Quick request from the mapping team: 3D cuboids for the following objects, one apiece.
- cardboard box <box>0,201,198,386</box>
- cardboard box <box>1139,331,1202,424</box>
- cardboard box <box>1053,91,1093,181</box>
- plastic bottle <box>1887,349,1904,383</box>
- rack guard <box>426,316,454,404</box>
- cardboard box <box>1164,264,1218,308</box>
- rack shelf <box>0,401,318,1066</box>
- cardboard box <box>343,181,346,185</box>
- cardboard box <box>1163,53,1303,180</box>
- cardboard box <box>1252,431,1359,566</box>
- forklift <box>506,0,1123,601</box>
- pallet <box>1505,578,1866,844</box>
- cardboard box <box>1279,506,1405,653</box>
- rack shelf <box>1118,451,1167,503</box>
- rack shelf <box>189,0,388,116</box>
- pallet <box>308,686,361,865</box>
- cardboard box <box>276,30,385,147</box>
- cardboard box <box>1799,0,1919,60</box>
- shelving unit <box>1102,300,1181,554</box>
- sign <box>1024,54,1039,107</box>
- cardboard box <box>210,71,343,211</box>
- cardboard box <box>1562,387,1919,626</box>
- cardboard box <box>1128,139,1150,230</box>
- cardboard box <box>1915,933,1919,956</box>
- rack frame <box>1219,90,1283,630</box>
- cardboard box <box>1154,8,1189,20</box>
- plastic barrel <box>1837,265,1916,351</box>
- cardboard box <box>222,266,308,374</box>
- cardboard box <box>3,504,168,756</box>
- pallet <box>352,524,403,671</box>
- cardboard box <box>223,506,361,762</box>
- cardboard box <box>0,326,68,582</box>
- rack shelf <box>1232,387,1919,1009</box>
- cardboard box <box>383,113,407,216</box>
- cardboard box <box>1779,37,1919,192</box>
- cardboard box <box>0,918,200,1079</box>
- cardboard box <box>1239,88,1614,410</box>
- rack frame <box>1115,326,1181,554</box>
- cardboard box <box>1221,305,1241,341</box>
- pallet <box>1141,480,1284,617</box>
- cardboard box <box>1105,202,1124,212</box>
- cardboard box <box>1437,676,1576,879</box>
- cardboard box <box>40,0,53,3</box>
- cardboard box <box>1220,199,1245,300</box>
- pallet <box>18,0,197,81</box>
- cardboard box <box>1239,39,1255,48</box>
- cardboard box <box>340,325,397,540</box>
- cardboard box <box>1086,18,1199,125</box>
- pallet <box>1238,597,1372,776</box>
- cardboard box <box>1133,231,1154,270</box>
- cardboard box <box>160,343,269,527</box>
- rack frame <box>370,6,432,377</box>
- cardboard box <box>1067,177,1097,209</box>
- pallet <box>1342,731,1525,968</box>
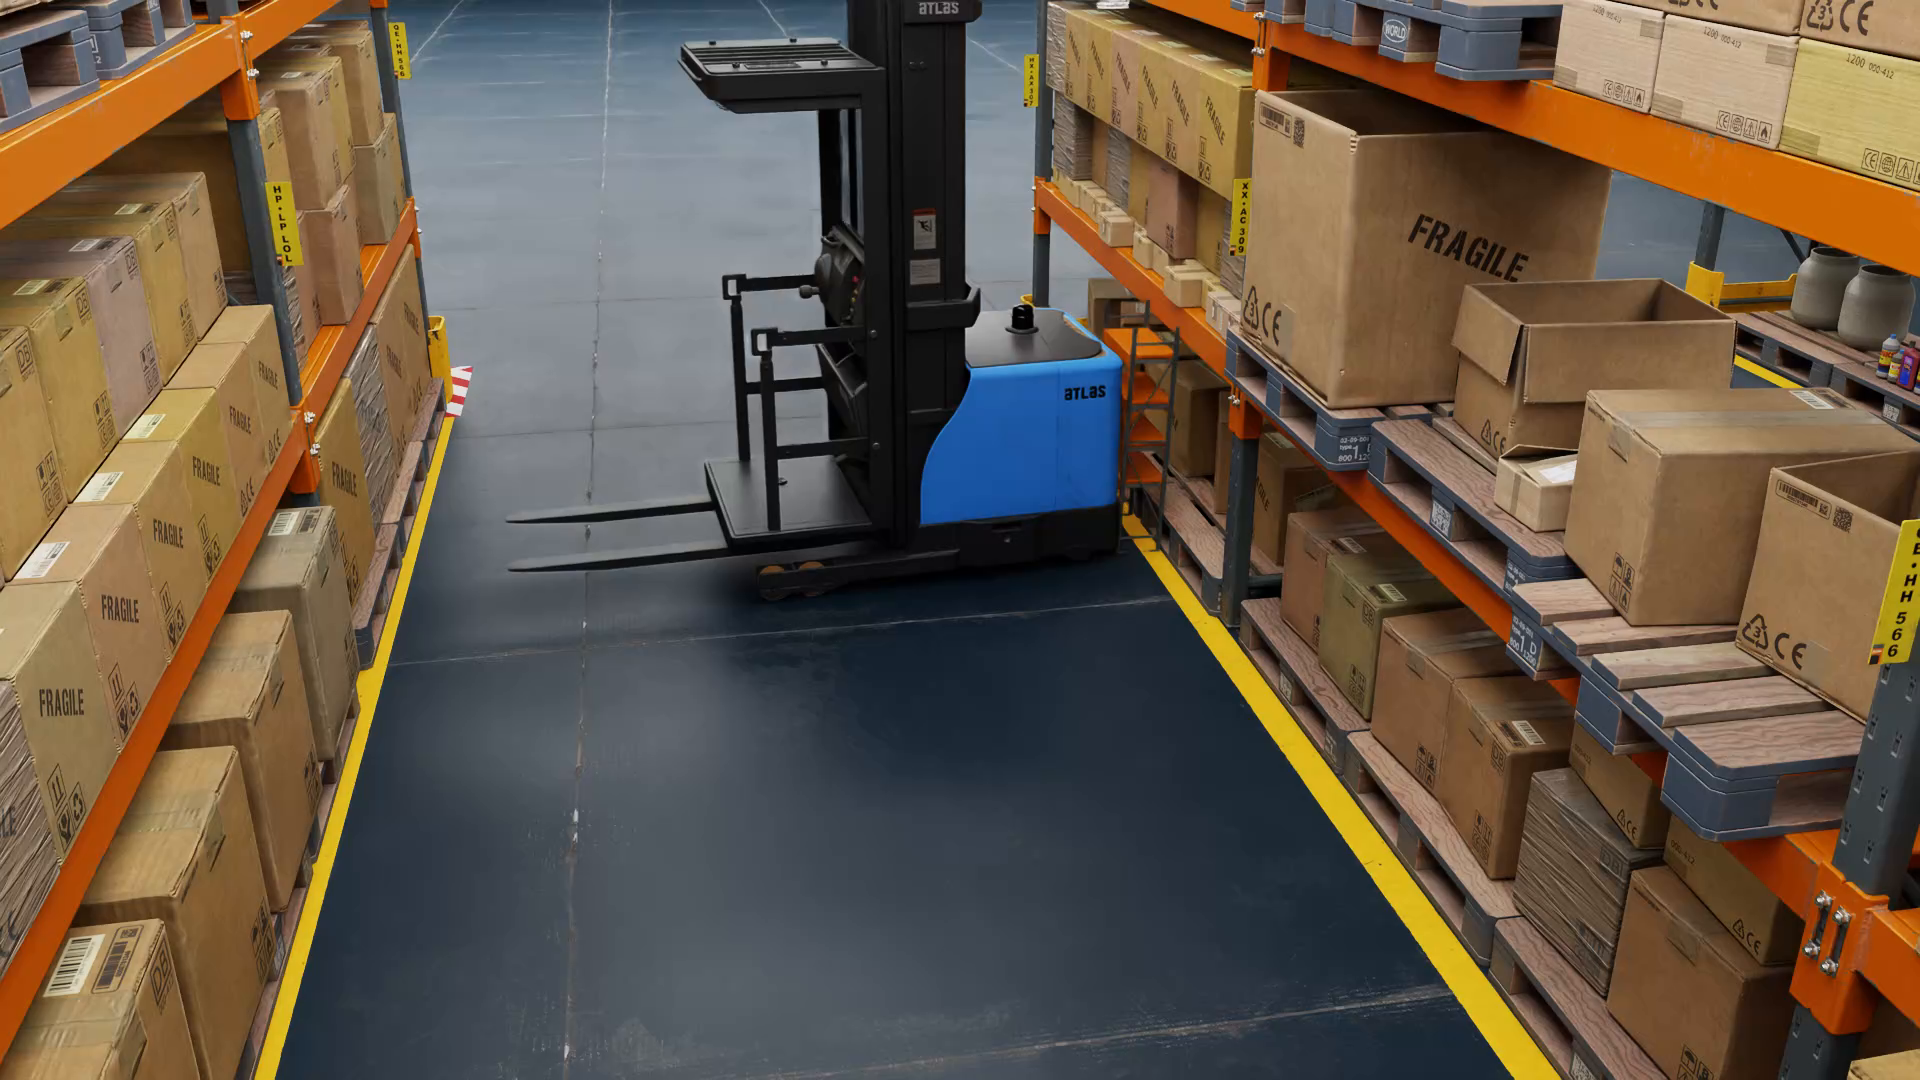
[{"bbox_3d":[-2.966,-0.795,5.448,0.700,0.500,0.500,-5,24,-11],"label":"cardboard box"},{"bbox_3d":[1.333,-0.908,9.681,0.500,0.500,0.500,-2,24,-5],"label":"cardboard box"},{"bbox_3d":[1.068,-2.552,10.350,0.875,0.500,0.500,-4,24,-10],"label":"cardboard box"},{"bbox_3d":[5.909,-1.097,10.462,0.097,0.201,0.097,0,24,0],"label":"plastic bottle"},{"bbox_3d":[-3.905,-1.125,10.702,1.175,0.500,0.348,-4,24,-10],"label":"rack guard"},{"bbox_3d":[1.224,-1.255,8.189,0.380,0.149,0.250,-4,24,-10],"label":"cardboard box"},{"bbox_3d":[-2.791,0.428,4.920,1.077,0.370,4.000,-4,24,-10],"label":"rack shelf"},{"bbox_3d":[-3.545,-1.538,8.336,0.875,0.550,0.500,-4,24,-10],"label":"cardboard box"},{"bbox_3d":[1.285,-2.009,7.856,0.500,0.500,0.500,-4,24,-10],"label":"cardboard box"},{"bbox_3d":[1.698,-0.222,8.110,0.500,0.500,0.500,-5,24,-11],"label":"cardboard box"},{"bbox_3d":[-0.762,-1.283,8.025,3.031,2.935,1.130,-6,24,-14],"label":"forklift"},{"bbox_3d":[2.236,0.374,4.387,1.213,0.211,1.003,-4,24,-10],"label":"pallet"},{"bbox_3d":[1.825,0.172,7.182,0.700,0.500,0.500,-6,24,-14],"label":"cardboard box"},{"bbox_3d":[0.881,-0.342,8.685,0.258,0.148,0.480,-3,24,-11],"label":"rack shelf"},{"bbox_3d":[-3.530,-2.520,7.922,1.077,0.370,4.000,-4,24,-10],"label":"rack shelf"},{"bbox_3d":[-2.944,0.888,6.453,1.003,0.211,1.213,-4,24,-10],"label":"pallet"},{"bbox_3d":[-3.677,-2.467,9.113,0.875,0.550,0.550,-4,24,-10],"label":"cardboard box"},{"bbox_3d":[2.138,-1.261,3.391,0.500,0.500,0.500,-4,24,-8],"label":"cardboard box"},{"bbox_3d":[0.891,-0.585,8.580,0.258,1.200,0.503,-3,24,-11],"label":"shelving unit"},{"bbox_3d":[0.460,-2.945,10.664,0.100,0.325,0.005,-4,24,-10],"label":"sign"},{"bbox_3d":[-3.376,-1.829,7.655,0.875,0.550,0.550,-4,24,-10],"label":"cardboard box"},{"bbox_3d":[2.132,-0.102,4.586,0.700,0.500,0.500,-1,24,-2],"label":"cardboard box"},{"bbox_3d":[1.409,-1.967,9.010,0.875,0.500,0.500,-4,24,-10],"label":"cardboard box"},{"bbox_3d":[2.295,0.724,3.221,0.500,0.500,0.500,-4,24,-8],"label":"cardboard box"},{"bbox_3d":[1.733,-1.015,7.327,1.000,3.000,0.127,-4,24,-10],"label":"rack frame"},{"bbox_3d":[1.436,-2.835,9.747,0.500,0.500,0.500,-4,24,-10],"label":"cardboard box"},{"bbox_3d":[6.150,-1.557,11.151,0.421,0.512,0.421,0,24,0],"label":"plastic barrel"},{"bbox_3d":[-3.240,-0.901,6.878,0.875,0.550,0.550,-4,24,-10],"label":"cardboard box"},{"bbox_3d":[-2.428,0.245,4.317,0.500,0.500,0.500,-4,24,-10],"label":"cardboard box"},{"bbox_3d":[-3.224,0.285,7.834,1.003,0.211,1.213,-4,24,-10],"label":"pallet"},{"bbox_3d":[-2.957,0.388,6.400,1.050,0.750,0.750,-4,24,-10],"label":"cardboard box"},{"bbox_3d":[-2.686,-0.196,4.078,0.700,0.500,0.500,-5,24,-11],"label":"cardboard box"},{"bbox_3d":[2.103,0.101,5.670,1.077,0.370,4.000,-4,24,-10],"label":"rack shelf"},{"bbox_3d":[-3.787,-2.187,9.823,0.875,0.550,0.550,-4,24,-10],"label":"cardboard box"},{"bbox_3d":[2.143,-0.917,3.541,0.500,0.250,0.500,-4,24,-10],"label":"cardboard box"},{"bbox_3d":[-2.445,1.478,3.905,1.050,0.750,0.750,-5,24,-10],"label":"cardboard box"},{"bbox_3d":[1.742,-1.160,6.383,1.000,1.000,1.000,-4,24,-9],"label":"cardboard box"},{"bbox_3d":[0.940,-0.489,8.361,0.240,1.200,0.015,-3,24,-11],"label":"rack frame"},{"bbox_3d":[1.404,-0.963,7.521,0.380,0.149,0.250,-4,24,-10],"label":"cardboard box"},{"bbox_3d":[1.574,0.001,8.484,1.003,0.211,1.213,-4,24,-10],"label":"pallet"},{"bbox_3d":[1.049,-1.853,9.558,0.380,0.149,0.250,-4,24,-10],"label":"cardboard box"},{"bbox_3d":[2.102,0.800,5.743,0.700,0.500,0.500,-2,24,-5],"label":"cardboard box"},{"bbox_3d":[-2.620,-1.587,4.349,0.500,0.311,0.500,-5,24,-12],"label":"cardboard box"},{"bbox_3d":[1.710,-1.379,7.663,0.875,0.500,0.500,-4,24,-10],"label":"cardboard box"},{"bbox_3d":[-2.942,-1.618,5.198,0.805,0.209,1.217,-5,24,-12],"label":"pallet"},{"bbox_3d":[1.713,-2.245,8.396,0.500,0.500,0.500,-4,24,-10],"label":"cardboard box"},{"bbox_3d":[-3.378,-0.514,8.308,0.875,0.875,0.875,-4,24,-9],"label":"cardboard box"},{"bbox_3d":[1.006,-2.599,9.206,0.500,0.500,0.500,-4,24,-10],"label":"cardboard box"},{"bbox_3d":[1.878,0.569,7.184,1.003,0.211,1.213,-4,24,-10],"label":"pallet"},{"bbox_3d":[1.141,-1.554,8.874,0.380,0.149,0.250,-4,24,-10],"label":"cardboard box"},{"bbox_3d":[-2.708,-0.350,5.678,0.500,0.500,0.500,-5,24,-10],"label":"cardboard box"},{"bbox_3d":[-3.900,-2.261,10.180,1.000,3.000,0.127,-4,24,-10],"label":"rack frame"},{"bbox_3d":[0.870,-2.145,10.226,0.380,0.149,0.250,-4,24,-10],"label":"cardboard box"},{"bbox_3d":[2.107,1.050,6.083,1.003,0.211,1.213,-4,24,-10],"label":"pallet"}]
